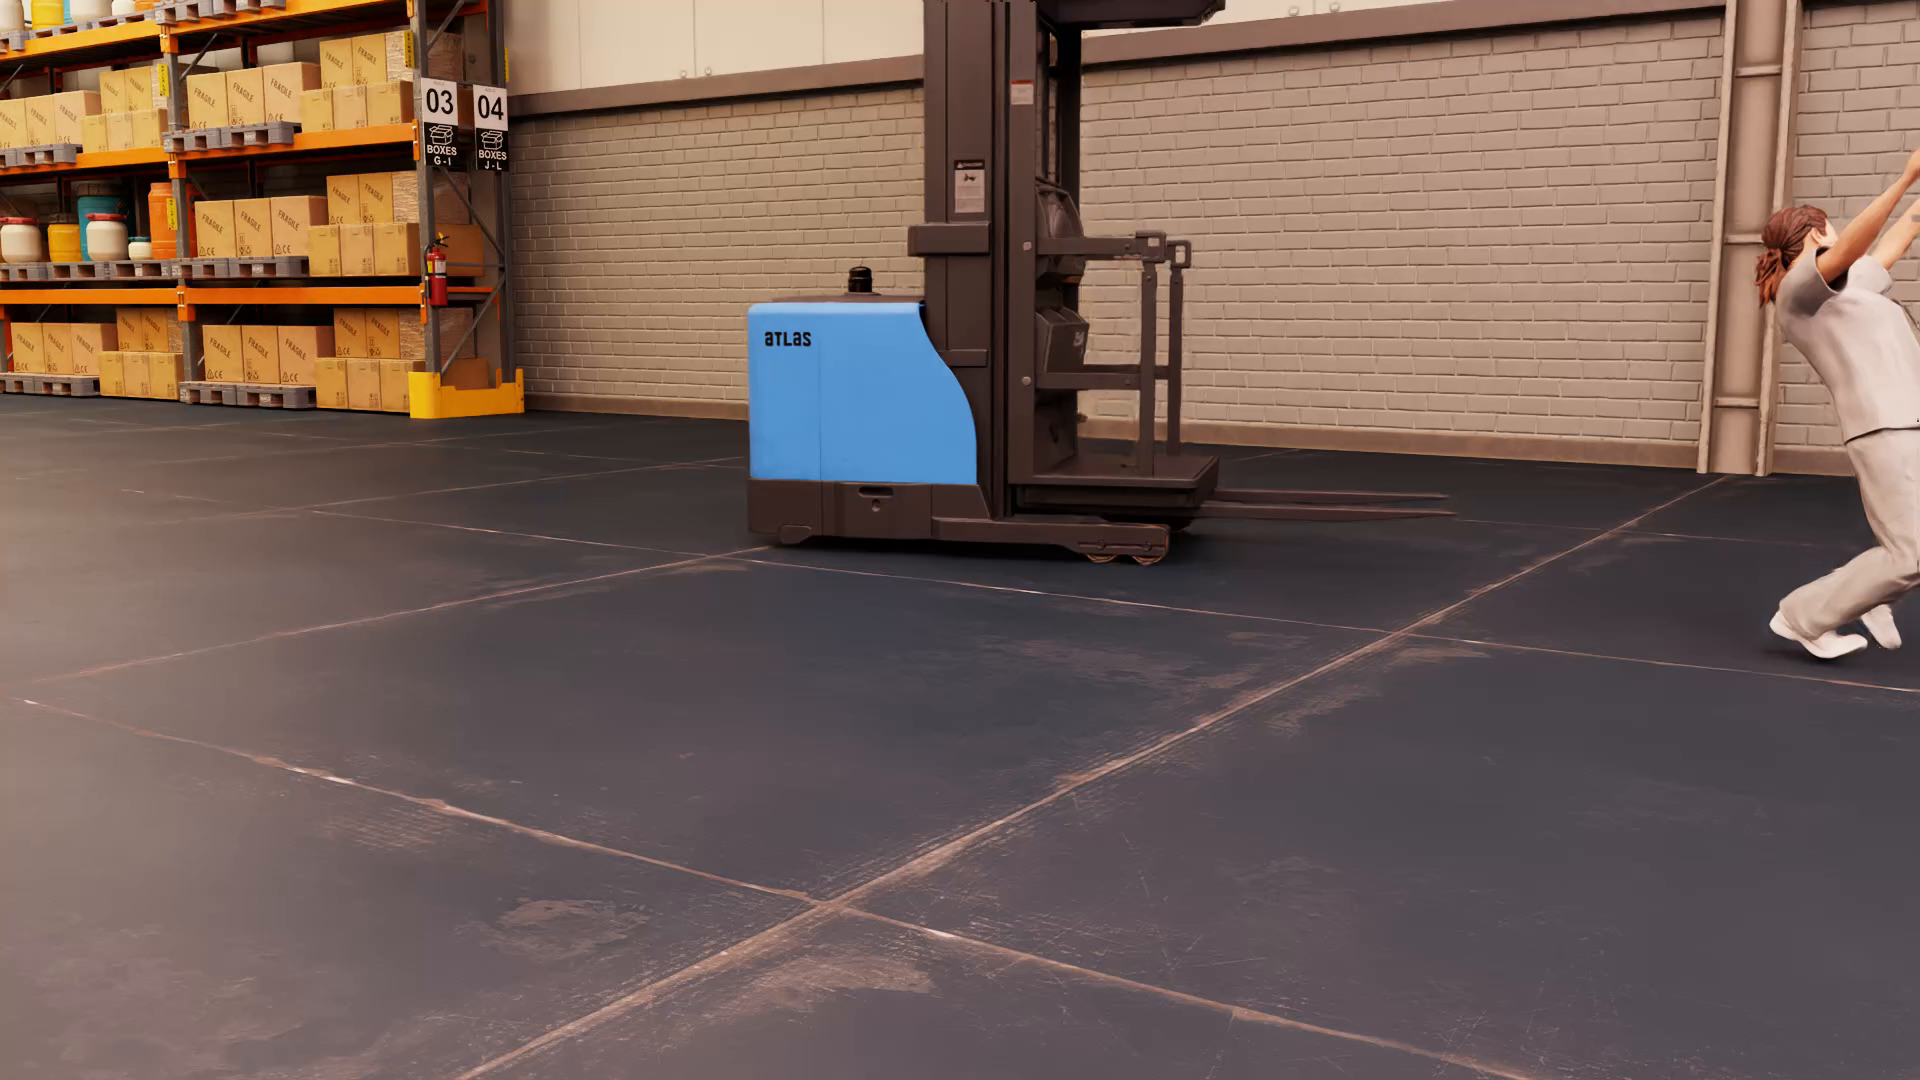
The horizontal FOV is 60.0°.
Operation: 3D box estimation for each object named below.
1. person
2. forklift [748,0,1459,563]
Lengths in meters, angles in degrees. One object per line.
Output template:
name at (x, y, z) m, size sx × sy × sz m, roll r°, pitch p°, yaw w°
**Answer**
person at (2.850, -0.412, 5.016) m, size 0.909 × 1.566 × 0.757 m, roll -7°, pitch 11°, yaw -41°
forklift at (0.635, -1.435, 7.287) m, size 3.031 × 2.935 × 1.130 m, roll 2°, pitch 8°, yaw 11°
